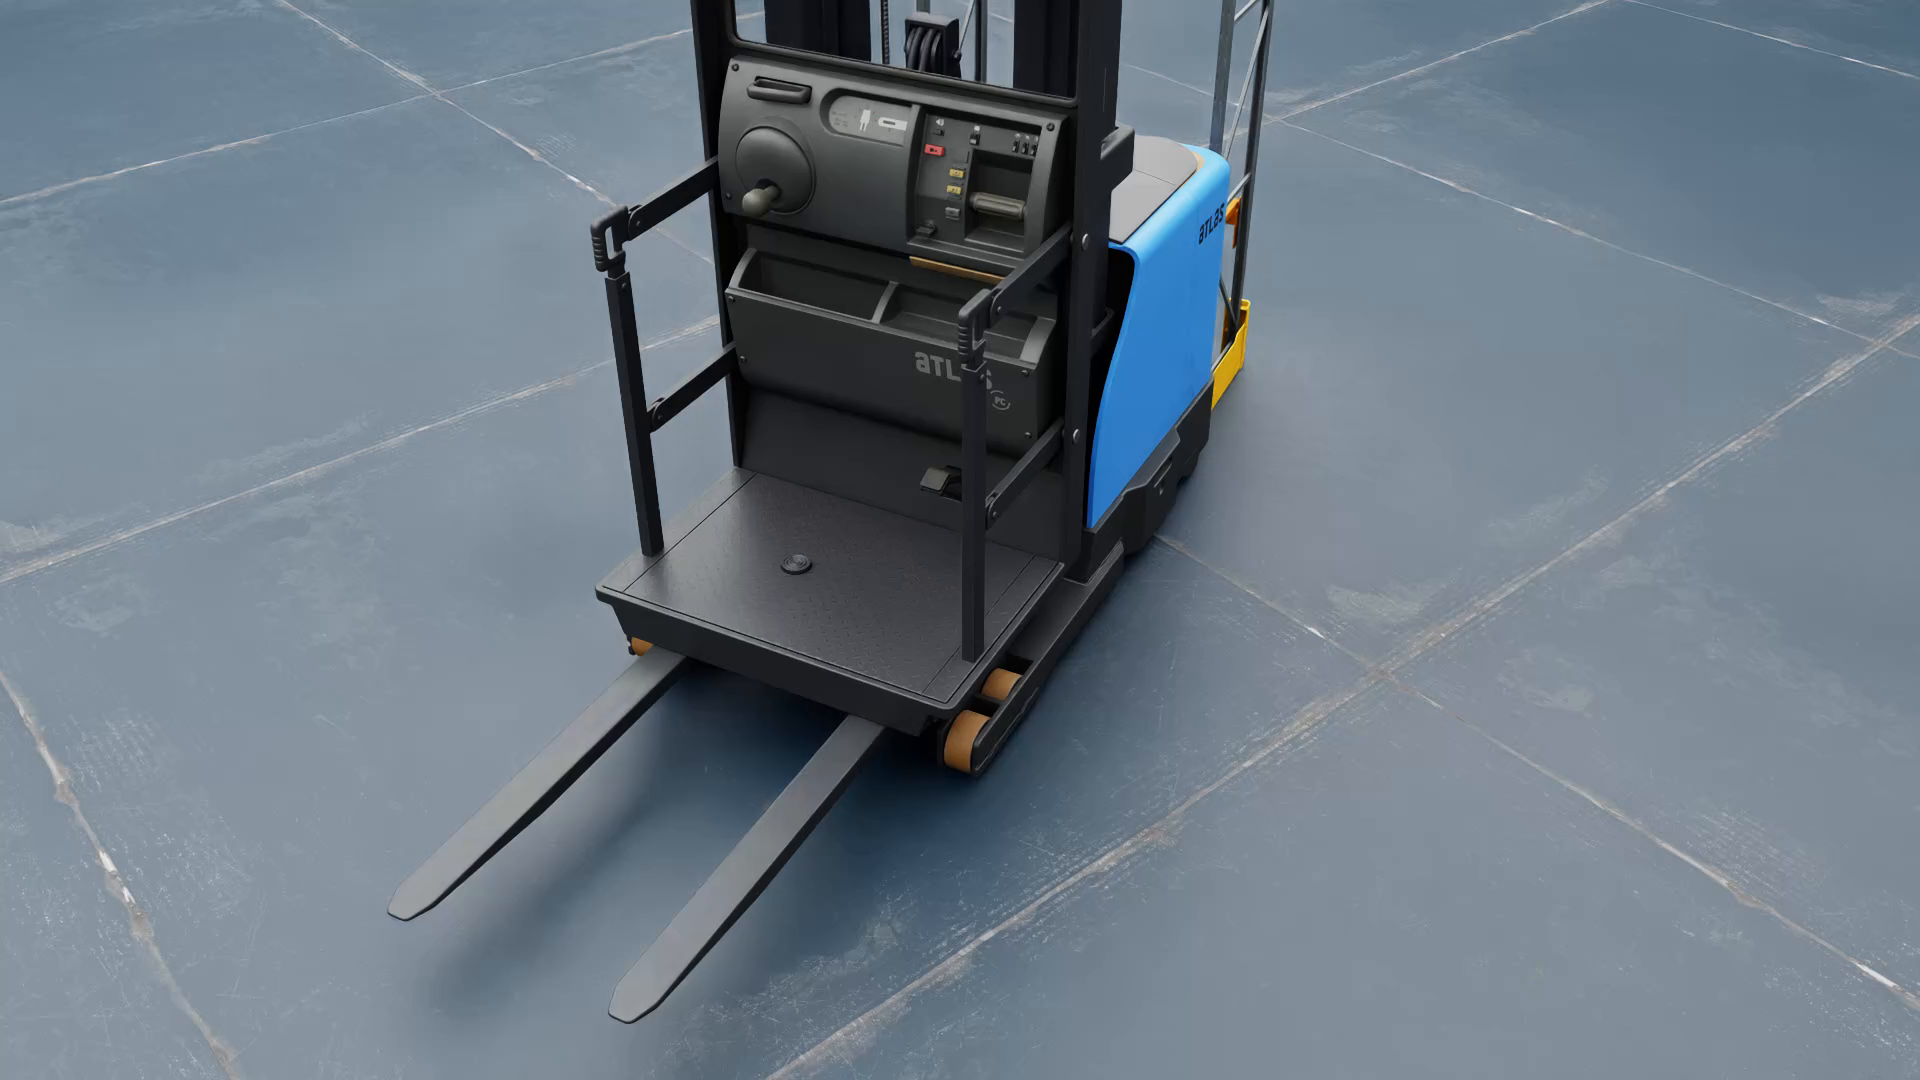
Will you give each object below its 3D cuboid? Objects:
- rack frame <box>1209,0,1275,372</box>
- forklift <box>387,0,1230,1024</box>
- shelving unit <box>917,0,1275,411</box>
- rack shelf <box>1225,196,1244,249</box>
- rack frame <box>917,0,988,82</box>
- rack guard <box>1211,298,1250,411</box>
[{"bbox_3d":[0.900,-1.133,5.551,0.032,1.500,0.500,15,38,20],"label":"rack frame"},{"bbox_3d":[-0.286,-0.877,3.952,1.130,2.935,3.031,17,39,22],"label":"forklift"},{"bbox_3d":[0.448,-1.255,5.724,1.083,1.500,0.587,15,38,20],"label":"shelving unit"},{"bbox_3d":[0.440,-1.111,5.831,1.000,0.185,0.538,15,38,20],"label":"rack shelf"},{"bbox_3d":[-0.021,-1.382,5.904,0.032,1.500,0.500,15,38,20],"label":"rack frame"},{"bbox_3d":[0.898,-0.623,5.913,0.087,0.250,0.587,15,38,20],"label":"rack guard"}]
